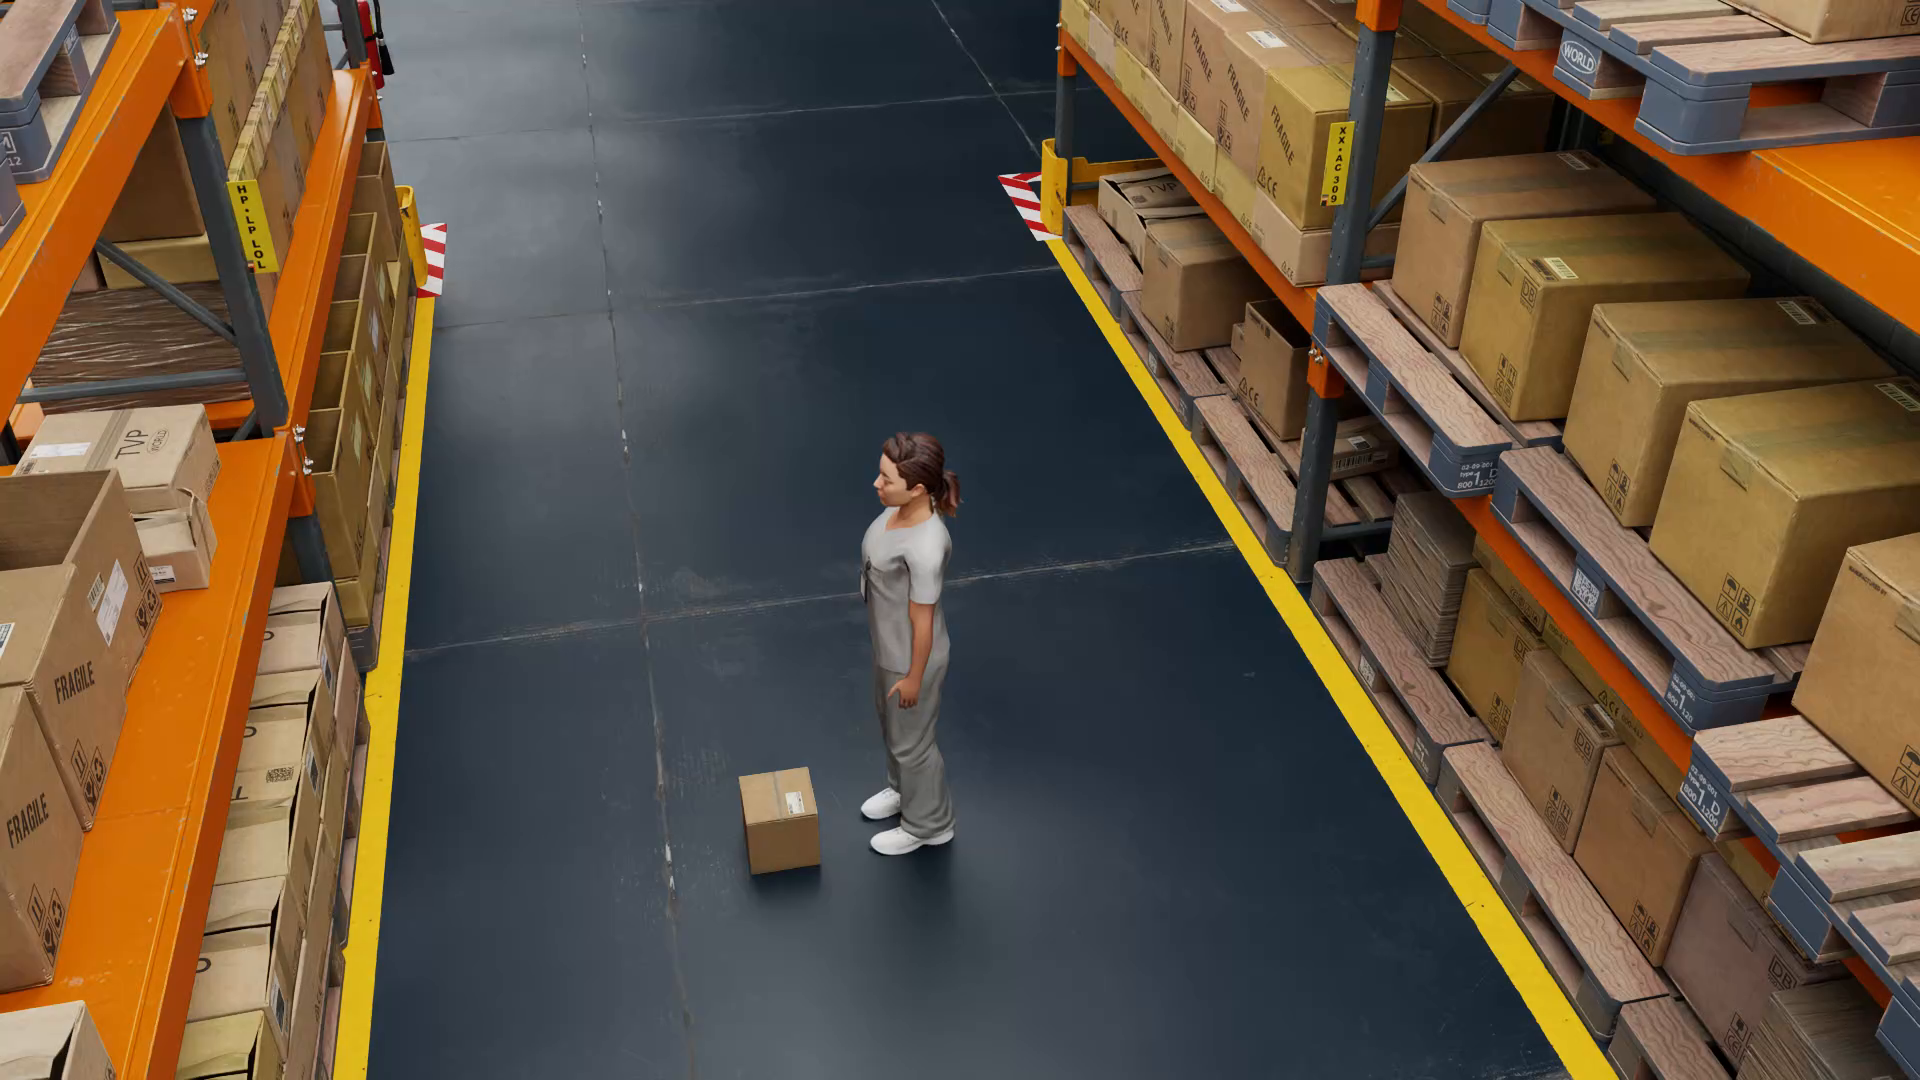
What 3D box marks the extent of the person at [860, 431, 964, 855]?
[{"bbox_3d":[-0.165,0.366,5.619,0.366,1.670,0.439,-6,35,-9],"label":"person"}]
